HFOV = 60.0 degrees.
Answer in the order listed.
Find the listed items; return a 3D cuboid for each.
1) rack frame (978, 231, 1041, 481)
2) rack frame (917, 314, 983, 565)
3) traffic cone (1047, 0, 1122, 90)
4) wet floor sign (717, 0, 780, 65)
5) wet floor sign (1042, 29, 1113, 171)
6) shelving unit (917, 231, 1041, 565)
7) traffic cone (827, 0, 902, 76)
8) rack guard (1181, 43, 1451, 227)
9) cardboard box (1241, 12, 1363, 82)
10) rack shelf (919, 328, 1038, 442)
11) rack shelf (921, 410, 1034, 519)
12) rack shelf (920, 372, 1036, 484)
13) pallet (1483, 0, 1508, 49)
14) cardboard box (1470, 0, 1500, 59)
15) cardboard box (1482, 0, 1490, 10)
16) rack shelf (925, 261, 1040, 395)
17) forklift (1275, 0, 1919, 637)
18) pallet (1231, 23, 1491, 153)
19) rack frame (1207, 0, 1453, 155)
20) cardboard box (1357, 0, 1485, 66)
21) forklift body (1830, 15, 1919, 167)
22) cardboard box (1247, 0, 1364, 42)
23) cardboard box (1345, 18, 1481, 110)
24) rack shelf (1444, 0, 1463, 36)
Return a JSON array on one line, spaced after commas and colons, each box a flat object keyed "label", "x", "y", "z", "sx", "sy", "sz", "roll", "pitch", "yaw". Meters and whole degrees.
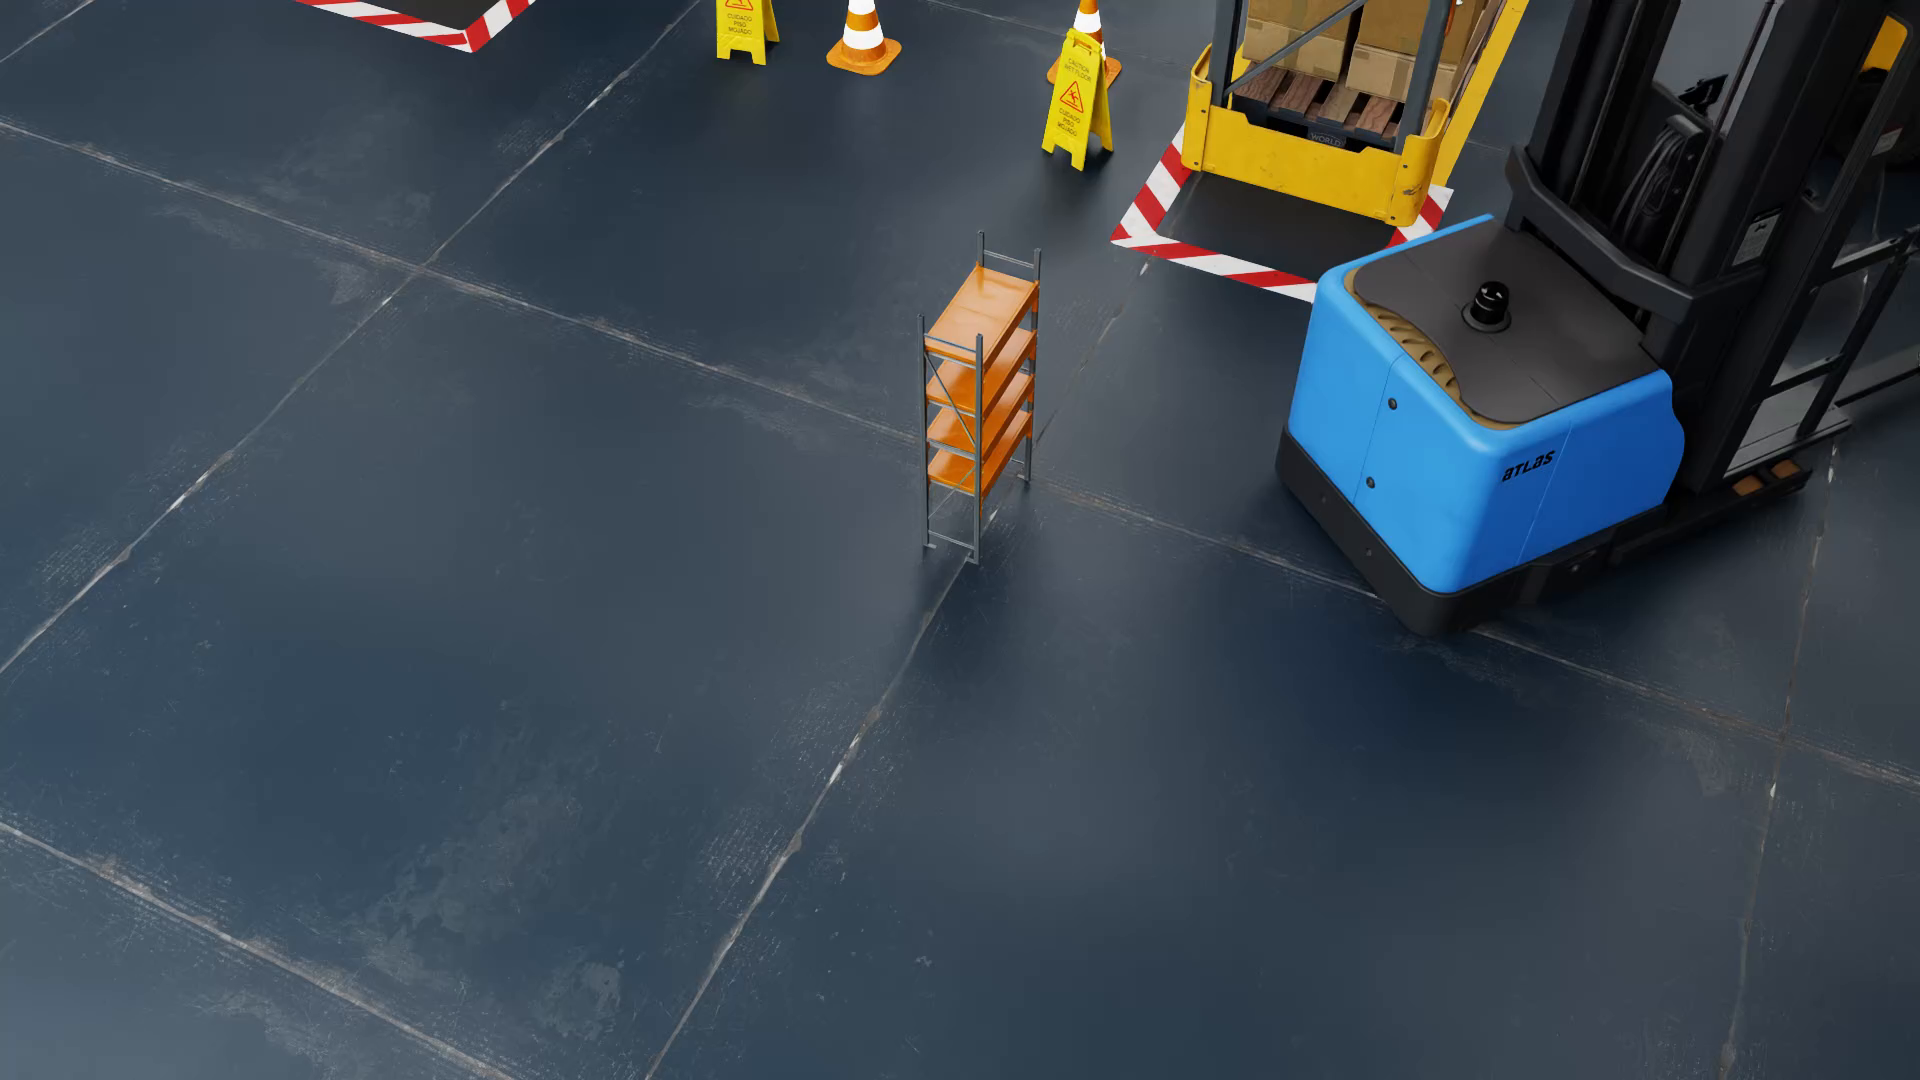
[{"label": "rack frame", "x": 0.175, "y": -0.671, "z": 6.348, "sx": 0.240, "sy": 1.200, "sz": 0.015, "roll": 20, "pitch": 52, "yaw": 16}, {"label": "rack frame", "x": -0.034, "y": -0.335, "z": 6.062, "sx": 0.240, "sy": 1.200, "sz": 0.015, "roll": 20, "pitch": 52, "yaw": 16}, {"label": "traffic cone", "x": 0.646, "y": -2.575, "z": 8.452, "sx": 0.336, "sy": 0.463, "sz": 0.334, "roll": 20, "pitch": 52, "yaw": 16}, {"label": "wet floor sign", "x": -1.113, "y": -2.795, "z": 8.520, "sx": 0.267, "sy": 0.644, "sz": 0.232, "roll": 12, "pitch": 51, "yaw": 10}, {"label": "wet floor sign", "x": 0.580, "y": -2.135, "z": 7.958, "sx": 0.232, "sy": 0.644, "sz": 0.267, "roll": -37, "pitch": 59, "yaw": -27}, {"label": "shelving unit", "x": 0.071, "y": -0.503, "z": 6.205, "sx": 0.258, "sy": 1.200, "sz": 0.503, "roll": 20, "pitch": 52, "yaw": 16}, {"label": "traffic cone", "x": -0.503, "y": -2.702, "z": 8.560, "sx": 0.336, "sy": 0.463, "sz": 0.334, "roll": 20, "pitch": 52, "yaw": 16}, {"label": "rack guard", "x": 1.661, "y": -1.923, "z": 7.873, "sx": 1.175, "sy": 0.500, "sz": 0.348, "roll": 20, "pitch": 52, "yaw": 16}, {"label": "cardboard box", "x": 1.741, "y": -2.587, "z": 8.326, "sx": 0.500, "sy": 0.250, "sz": 0.500, "roll": 20, "pitch": 52, "yaw": 16}, {"label": "rack shelf", "x": 0.071, "y": -0.604, "z": 6.086, "sx": 0.258, "sy": 0.148, "sz": 0.480, "roll": 20, "pitch": 52, "yaw": 16}, {"label": "rack shelf", "x": 0.071, "y": -0.331, "z": 6.408, "sx": 0.258, "sy": 0.148, "sz": 0.480, "roll": 20, "pitch": 52, "yaw": 16}, {"label": "rack shelf", "x": 0.071, "y": -0.459, "z": 6.256, "sx": 0.258, "sy": 0.148, "sz": 0.480, "roll": 20, "pitch": 52, "yaw": 16}, {"label": "pallet", "x": 2.562, "y": -3.215, "z": 9.162, "sx": 1.003, "sy": 0.211, "sz": 1.213, "roll": 20, "pitch": 52, "yaw": 16}, {"label": "cardboard box", "x": 2.448, "y": -2.741, "z": 8.457, "sx": 0.500, "sy": 0.250, "sz": 0.500, "roll": 22, "pitch": 53, "yaw": 17}, {"label": "cardboard box", "x": 2.452, "y": -3.013, "z": 8.196, "sx": 0.500, "sy": 0.500, "sz": 0.500, "roll": 18, "pitch": 52, "yaw": 15}, {"label": "rack shelf", "x": 0.071, "y": -0.757, "z": 5.906, "sx": 0.258, "sy": 0.148, "sz": 0.480, "roll": 20, "pitch": 52, "yaw": 16}, {"label": "forklift", "x": 2.827, "y": -1.387, "z": 5.821, "sx": 3.031, "sy": 2.935, "sz": 1.130, "roll": -21, "pitch": 53, "yaw": -17}, {"label": "pallet", "x": 2.040, "y": -2.378, "z": 8.450, "sx": 1.003, "sy": 0.211, "sz": 1.213, "roll": 20, "pitch": 52, "yaw": 16}, {"label": "rack frame", "x": 1.628, "y": -2.681, "z": 6.877, "sx": 1.000, "sy": 3.000, "sz": 0.127, "roll": 20, "pitch": 52, "yaw": 16}, {"label": "cardboard box", "x": 2.233, "y": -2.651, "z": 7.889, "sx": 0.500, "sy": 0.500, "sz": 0.500, "roll": 18, "pitch": 52, "yaw": 15}, {"label": "forklift body", "x": 5.278, "y": -2.693, "z": 7.444, "sx": 2.313, "sy": 2.155, "sz": 1.214, "roll": 20, "pitch": 52, "yaw": 16}, {"label": "cardboard box", "x": 1.735, "y": -2.806, "z": 8.020, "sx": 0.500, "sy": 0.500, "sz": 0.500, "roll": 20, "pitch": 53, "yaw": 16}, {"label": "cardboard box", "x": 2.223, "y": -2.392, "z": 8.160, "sx": 0.500, "sy": 0.250, "sz": 0.500, "roll": 19, "pitch": 52, "yaw": 16}, {"label": "rack shelf", "x": 2.483, "y": -3.825, "z": 8.323, "sx": 1.077, "sy": 0.370, "sz": 4.000, "roll": 20, "pitch": 52, "yaw": 16}]
